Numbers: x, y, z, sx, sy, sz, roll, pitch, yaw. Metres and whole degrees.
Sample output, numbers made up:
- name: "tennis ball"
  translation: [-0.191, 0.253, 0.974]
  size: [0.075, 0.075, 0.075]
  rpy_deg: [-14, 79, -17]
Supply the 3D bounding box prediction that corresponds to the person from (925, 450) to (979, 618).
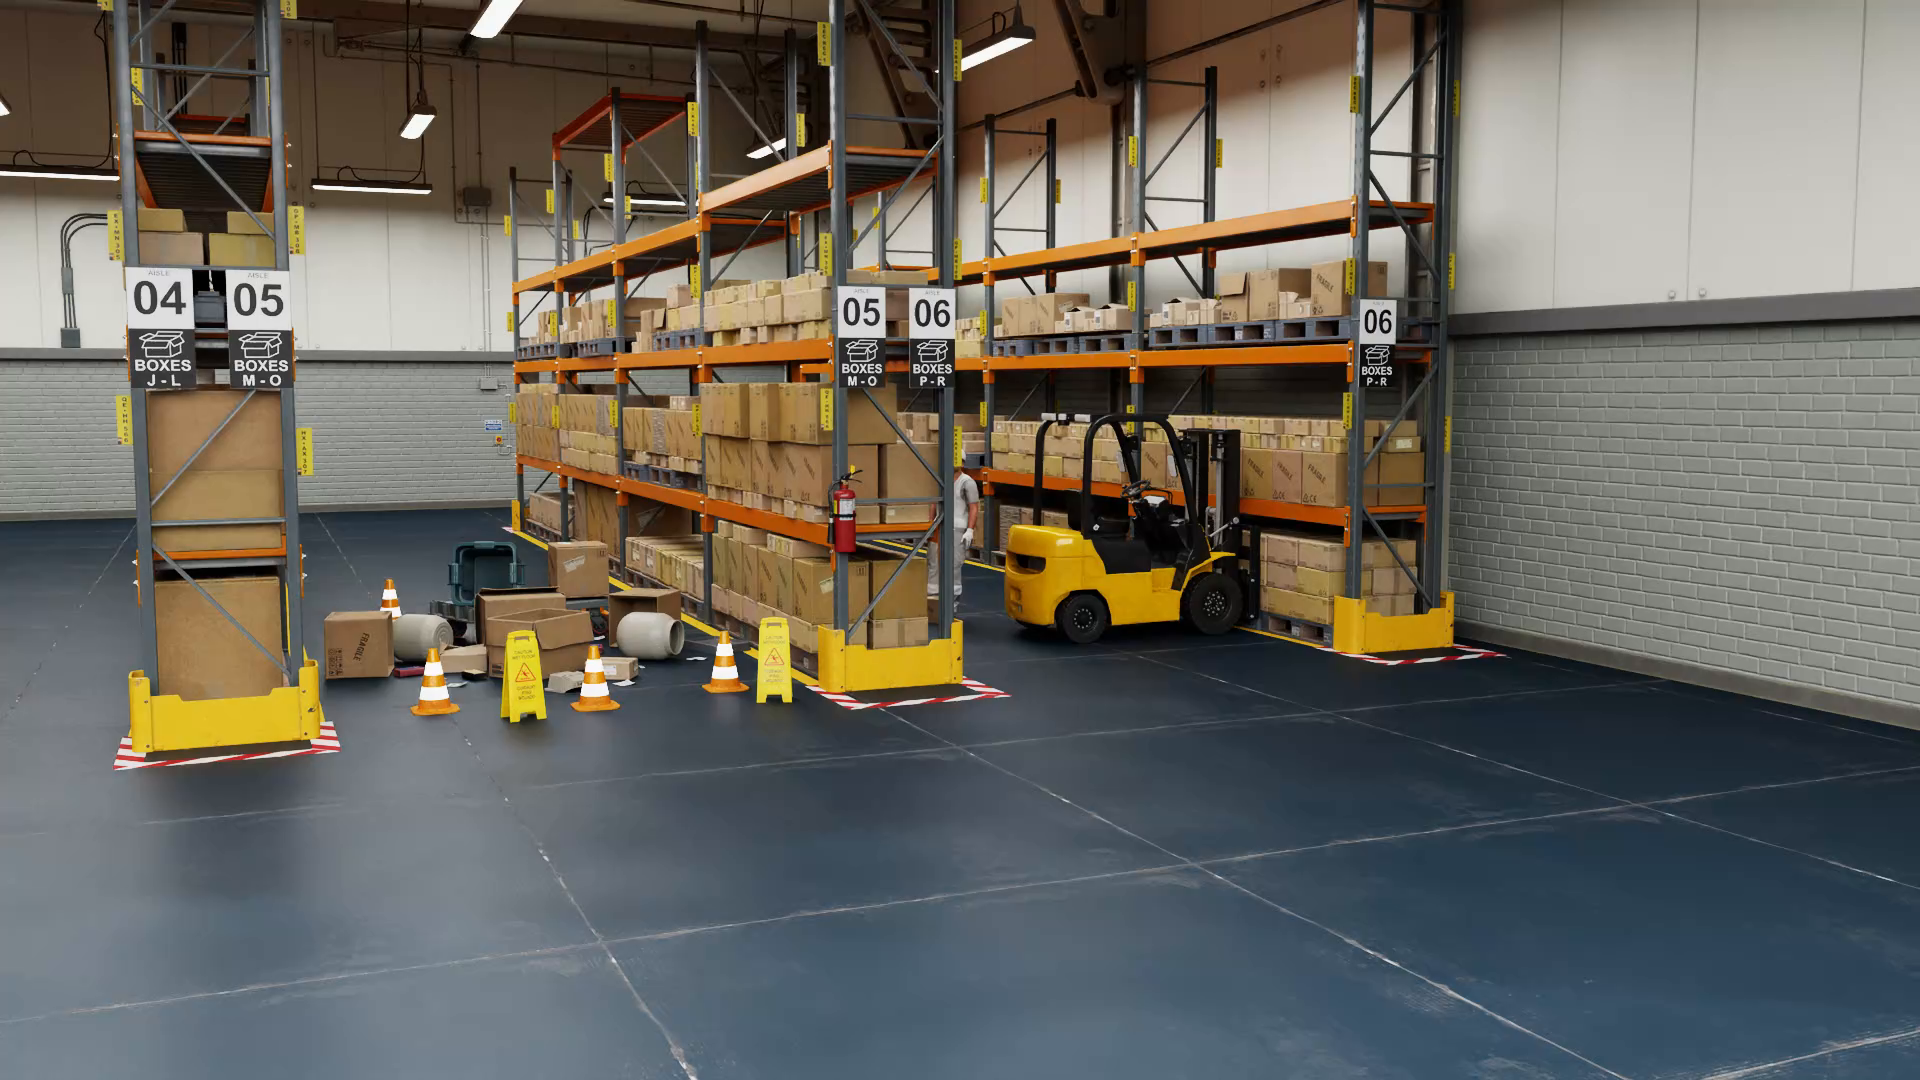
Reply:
- name: "person"
  translation: [-0.154, -0.072, 17.250]
  size: [0.638, 1.789, 0.563]
  rpy_deg: [4, 7, 37]
